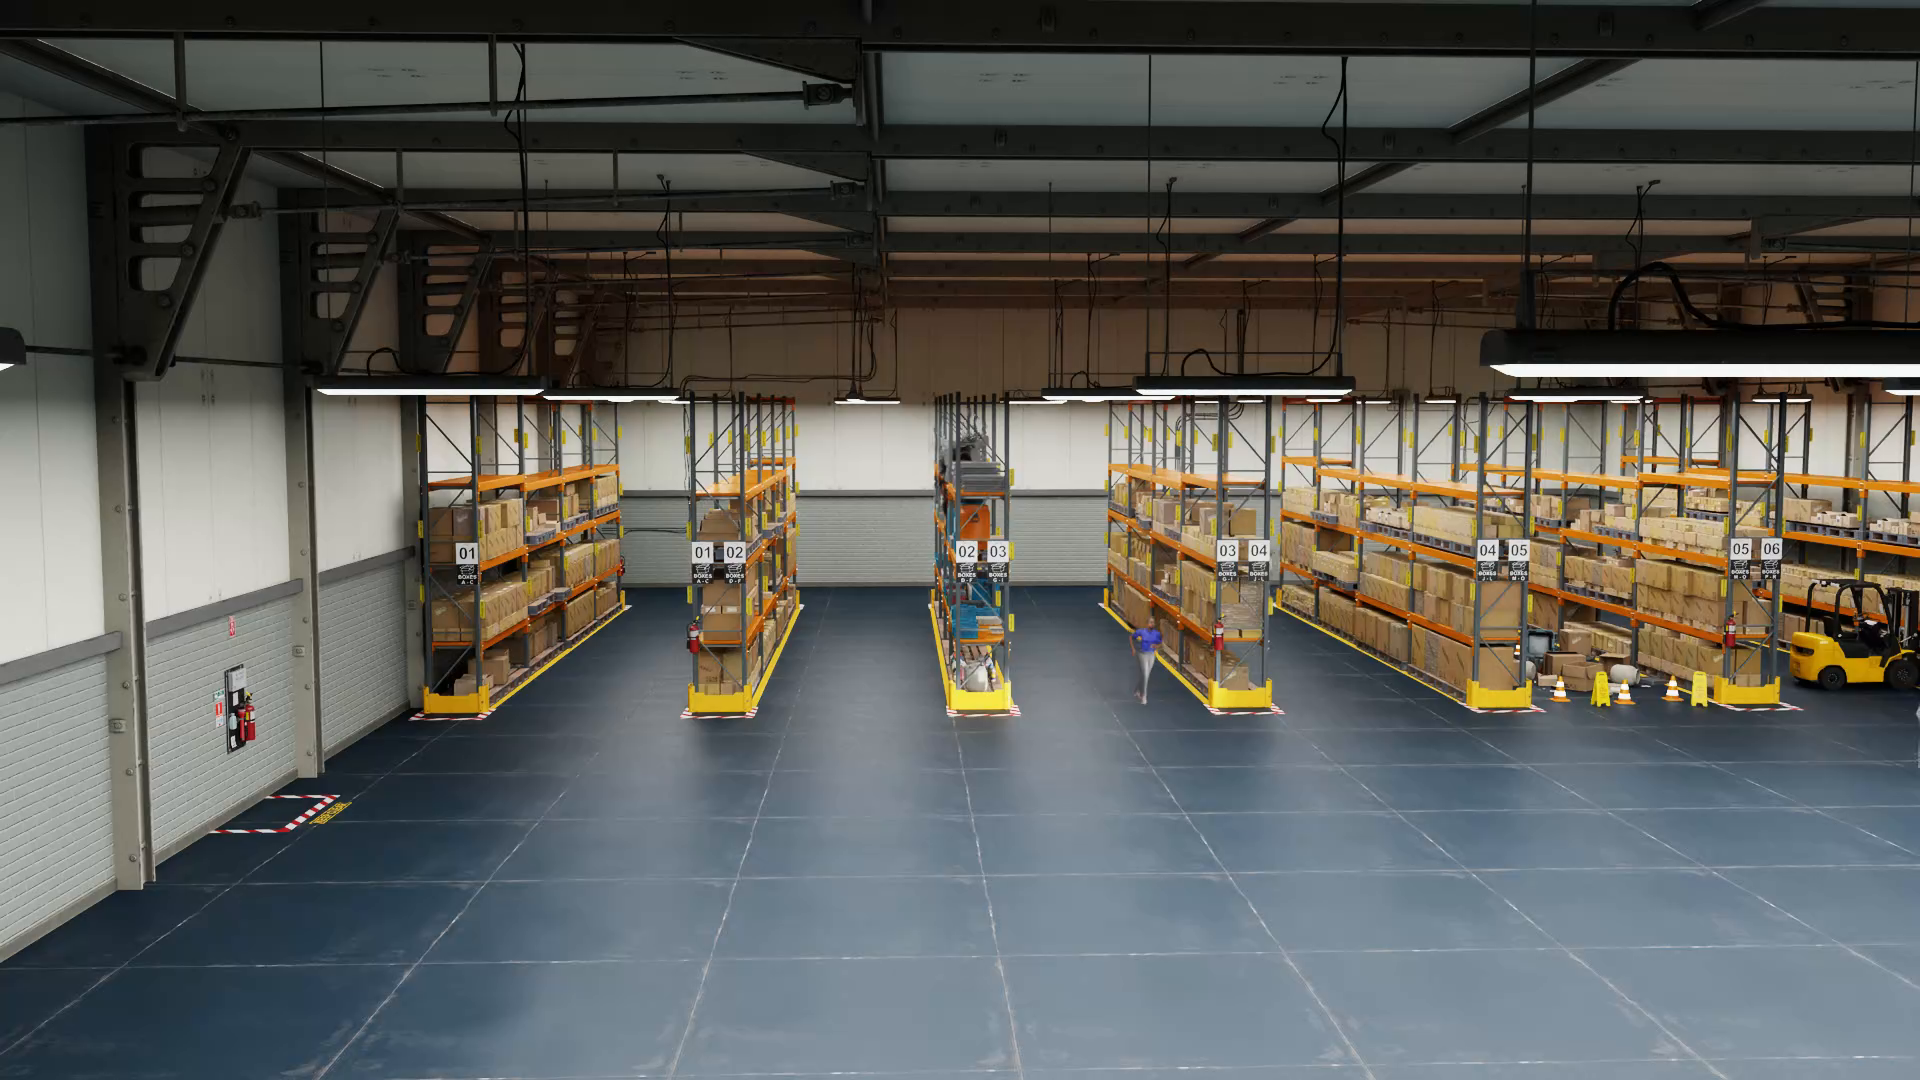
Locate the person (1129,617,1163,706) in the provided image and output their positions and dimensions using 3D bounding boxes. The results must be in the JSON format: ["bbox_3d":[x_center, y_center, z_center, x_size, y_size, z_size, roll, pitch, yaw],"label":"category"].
[{"bbox_3d":[3.622,2.329,32.259,0.575,1.698,0.781,-2,5,-21],"label":"person"}]

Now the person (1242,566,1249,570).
[{"bbox_3d":[7.958,1.208,45.664,0.731,1.738,0.666,0,5,4],"label":"person"}]
